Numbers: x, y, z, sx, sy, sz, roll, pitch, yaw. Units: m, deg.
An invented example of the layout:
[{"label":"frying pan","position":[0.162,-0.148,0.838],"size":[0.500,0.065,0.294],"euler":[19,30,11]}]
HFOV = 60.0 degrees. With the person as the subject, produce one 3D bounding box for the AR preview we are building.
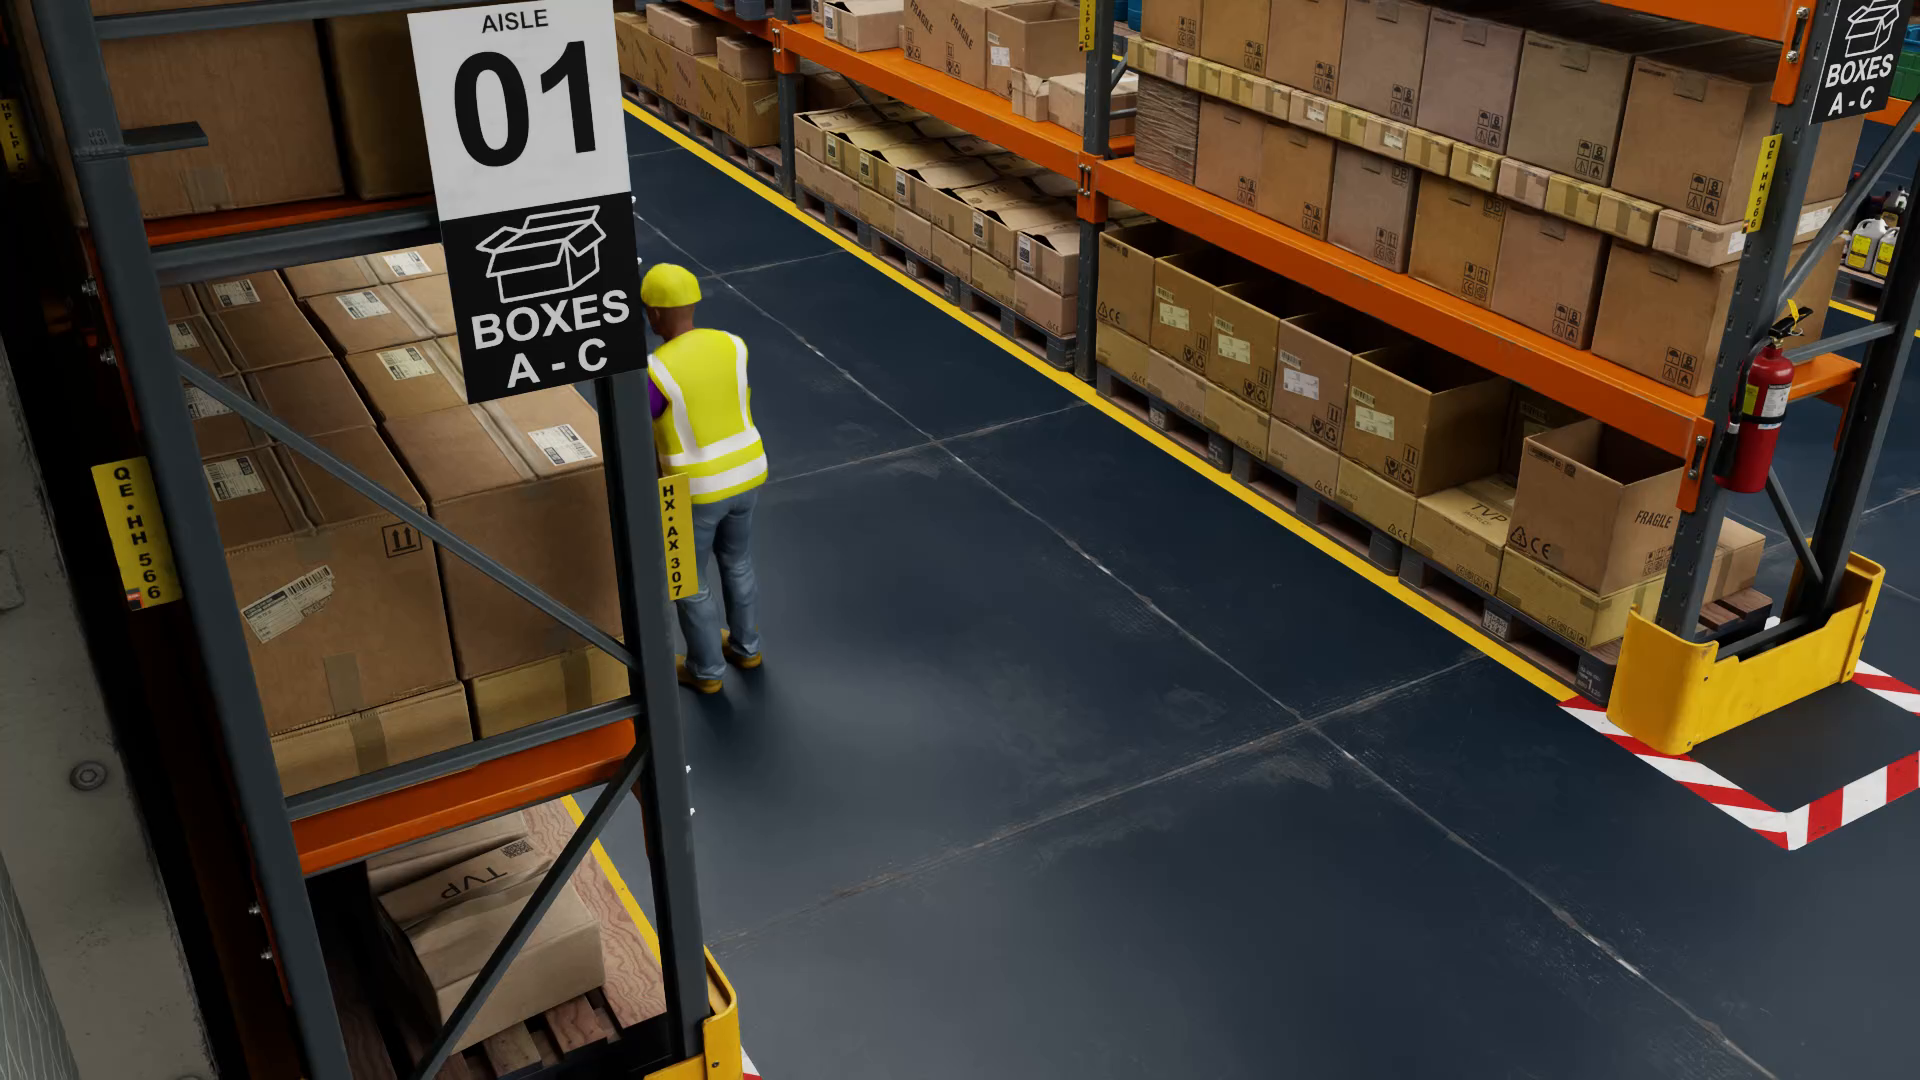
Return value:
[{"label":"person","position":[-1.064,-0.251,6.575],"size":[0.501,1.746,0.597],"euler":[-25,38,-38]}]
